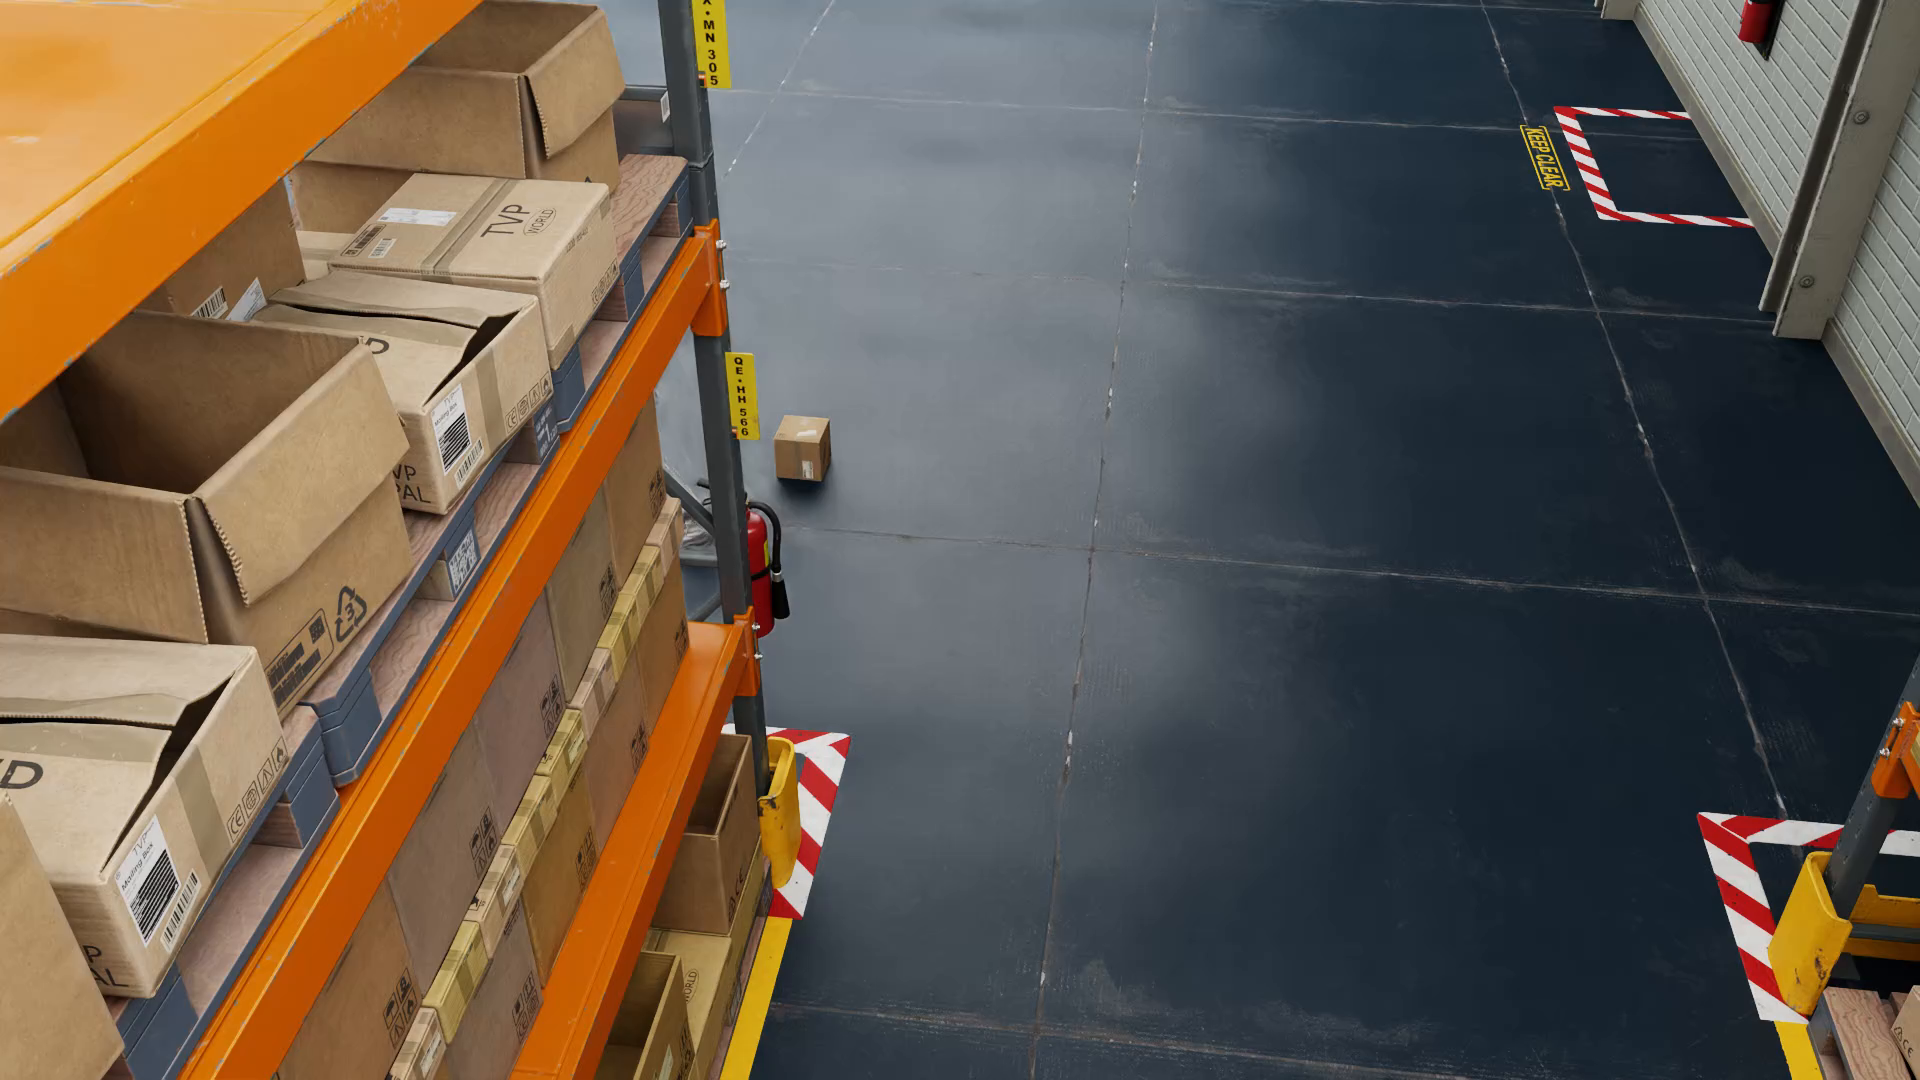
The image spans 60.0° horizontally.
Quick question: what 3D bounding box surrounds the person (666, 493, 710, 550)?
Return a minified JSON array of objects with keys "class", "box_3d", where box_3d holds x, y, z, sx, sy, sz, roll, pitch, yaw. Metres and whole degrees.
[{"class":"person","box_3d":[-1.802,-0.619,7.900,1.088,1.738,0.575,-4,36,-6]}]
